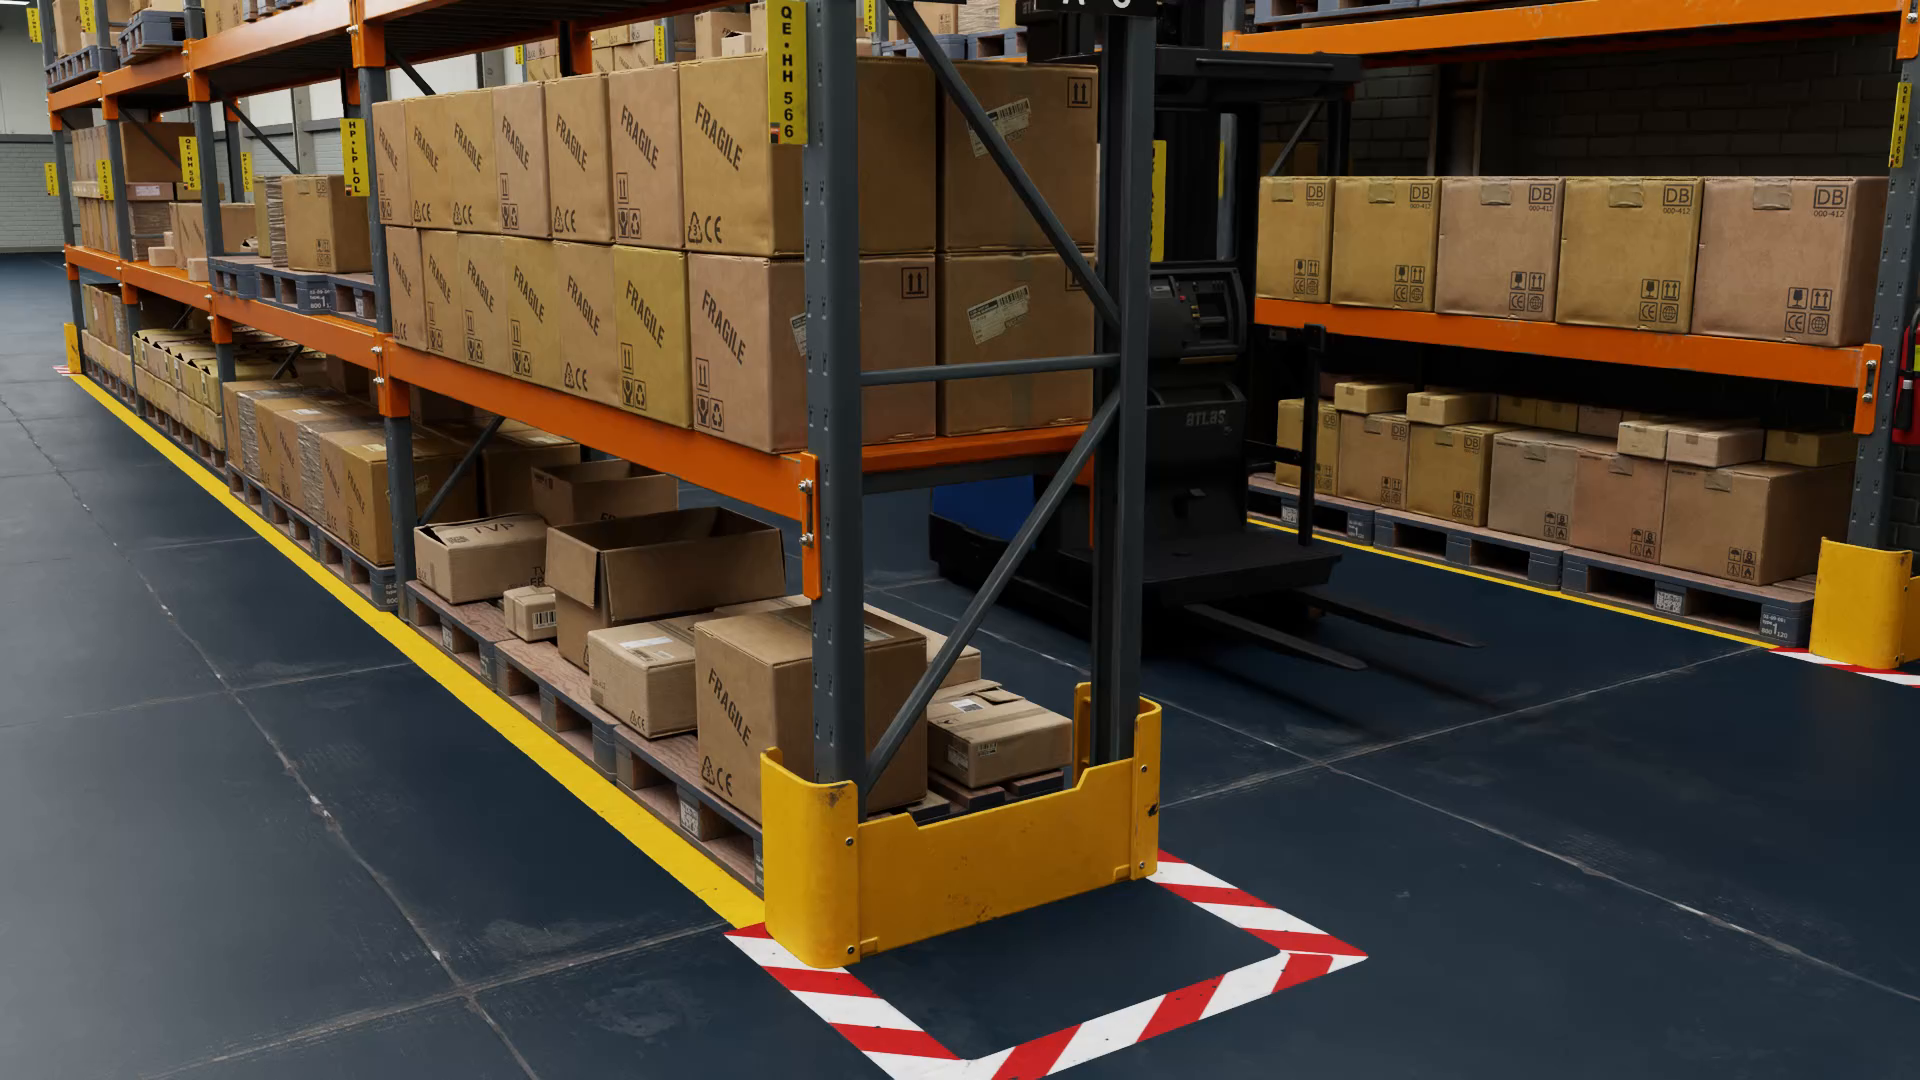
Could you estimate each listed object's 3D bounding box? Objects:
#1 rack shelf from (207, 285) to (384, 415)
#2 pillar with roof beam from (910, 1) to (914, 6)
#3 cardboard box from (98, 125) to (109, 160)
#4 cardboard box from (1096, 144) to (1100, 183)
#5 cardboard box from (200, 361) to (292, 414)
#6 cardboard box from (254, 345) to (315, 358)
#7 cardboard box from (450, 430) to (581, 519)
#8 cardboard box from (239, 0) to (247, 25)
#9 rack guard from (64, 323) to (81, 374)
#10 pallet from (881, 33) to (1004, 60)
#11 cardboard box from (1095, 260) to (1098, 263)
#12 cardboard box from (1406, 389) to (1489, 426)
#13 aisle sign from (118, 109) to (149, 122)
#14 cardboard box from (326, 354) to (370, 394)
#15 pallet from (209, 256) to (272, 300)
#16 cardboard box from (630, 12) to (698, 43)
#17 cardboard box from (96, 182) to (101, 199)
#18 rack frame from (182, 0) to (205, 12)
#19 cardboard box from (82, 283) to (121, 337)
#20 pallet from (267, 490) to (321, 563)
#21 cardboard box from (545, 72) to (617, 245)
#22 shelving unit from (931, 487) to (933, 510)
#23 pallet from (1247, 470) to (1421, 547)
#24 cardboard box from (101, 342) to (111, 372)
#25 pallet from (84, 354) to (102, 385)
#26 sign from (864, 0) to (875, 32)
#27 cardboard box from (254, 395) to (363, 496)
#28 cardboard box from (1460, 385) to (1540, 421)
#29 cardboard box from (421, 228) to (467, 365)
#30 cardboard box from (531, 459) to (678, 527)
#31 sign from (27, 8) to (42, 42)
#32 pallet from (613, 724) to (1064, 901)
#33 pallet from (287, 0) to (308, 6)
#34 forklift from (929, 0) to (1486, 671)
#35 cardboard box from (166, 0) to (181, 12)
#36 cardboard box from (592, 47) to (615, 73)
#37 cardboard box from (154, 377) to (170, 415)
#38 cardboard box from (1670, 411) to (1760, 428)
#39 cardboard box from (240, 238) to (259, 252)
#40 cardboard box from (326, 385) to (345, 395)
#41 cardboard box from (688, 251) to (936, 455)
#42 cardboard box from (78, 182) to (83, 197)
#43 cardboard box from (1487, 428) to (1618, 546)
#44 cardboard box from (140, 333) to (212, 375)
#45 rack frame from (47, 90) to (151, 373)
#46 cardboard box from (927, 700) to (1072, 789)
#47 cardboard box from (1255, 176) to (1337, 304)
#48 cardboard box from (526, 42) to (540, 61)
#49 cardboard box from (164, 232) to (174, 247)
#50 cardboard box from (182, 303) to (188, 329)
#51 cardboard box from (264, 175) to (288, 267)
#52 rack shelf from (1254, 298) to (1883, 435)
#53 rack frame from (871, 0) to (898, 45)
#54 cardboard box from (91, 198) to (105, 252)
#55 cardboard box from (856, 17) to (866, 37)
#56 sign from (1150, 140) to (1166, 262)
[{"bbox_3d":[-3.256,-1.153,9.298,1.077,0.370,4.000,-8,15,-33],"label":"rack shelf"},{"bbox_3d":[-3.826,-5.202,12.086,9.100,9.000,0.400,-8,15,-33],"label":"pillar with roof beam"},{"bbox_3d":[-7.389,-3.511,15.127,0.700,0.500,0.500,-8,15,-33],"label":"cardboard box"},{"bbox_3d":[1.227,-2.451,10.817,0.500,0.250,0.500,-8,15,-32],"label":"cardboard box"},{"bbox_3d":[-4.859,-1.060,11.329,0.500,0.311,0.500,-8,14,-31],"label":"cardboard box"},{"bbox_3d":[-4.988,-1.308,12.460,0.500,0.311,0.500,-9,15,-34],"label":"cardboard box"},{"bbox_3d":[-2.213,-0.258,8.340,0.500,0.500,0.500,-9,15,-35],"label":"cardboard box"},{"bbox_3d":[-3.524,-3.118,9.342,0.910,0.500,0.500,-8,15,-33],"label":"cardboard box"},{"bbox_3d":[-8.810,-2.066,17.640,1.175,0.500,0.348,-8,15,-33],"label":"rack guard"},{"bbox_3d":[0.159,-3.712,12.737,1.213,0.211,1.003,-7,14,-30],"label":"pallet"},{"bbox_3d":[1.090,-1.783,11.036,0.380,0.149,0.250,-8,15,-33],"label":"cardboard box"},{"bbox_3d":[2.630,-0.716,8.967,0.380,0.149,0.250,-9,15,-34],"label":"cardboard box"},{"bbox_3d":[-8.588,-4.600,17.289,0.394,0.787,0.004,-8,15,-33],"label":"aisle sign"},{"bbox_3d":[-3.616,-1.072,10.311,0.500,0.250,0.500,-7,14,-31],"label":"cardboard box"},{"bbox_3d":[-3.930,-1.654,10.355,1.213,0.211,1.003,-8,15,-33],"label":"pallet"},{"bbox_3d":[-2.962,-5.228,16.606,0.500,0.500,0.500,-10,16,-38],"label":"cardboard box"},{"bbox_3d":[-7.761,-3.233,15.374,0.380,0.149,0.250,-8,14,-31],"label":"cardboard box"},{"bbox_3d":[-4.364,-4.791,10.207,1.000,3.000,0.127,-8,15,-33],"label":"rack frame"},{"bbox_3d":[-8.406,-2.301,16.561,0.500,0.500,0.500,-8,15,-33],"label":"cardboard box"},{"bbox_3d":[-3.310,-0.144,9.527,1.003,0.211,1.213,-8,15,-33],"label":"pallet"},{"bbox_3d":[-0.979,-1.203,5.267,0.500,0.500,0.500,-8,14,-31],"label":"cardboard box"},{"bbox_3d":[-0.008,-0.589,9.245,0.258,1.200,0.189,-8,15,-33],"label":"shelving unit"},{"bbox_3d":[2.330,-0.229,9.916,1.003,0.211,1.213,-8,15,-33],"label":"pallet"},{"bbox_3d":[-7.855,-1.756,15.825,0.500,0.250,0.500,-8,15,-33],"label":"cardboard box"},{"bbox_3d":[-8.338,-1.790,17.053,1.003,0.211,1.213,-8,15,-33],"label":"pallet"},{"bbox_3d":[-0.695,-4.101,12.864,0.100,0.325,0.005,-8,15,-33],"label":"sign"},{"bbox_3d":[-3.781,-0.557,9.710,0.500,0.500,0.500,-8,15,-34],"label":"cardboard box"},{"bbox_3d":[2.967,-0.756,9.146,0.380,0.149,0.250,-8,15,-32],"label":"cardboard box"},{"bbox_3d":[-1.806,-0.984,6.607,0.500,0.500,0.500,-8,15,-32],"label":"cardboard box"},{"bbox_3d":[-1.596,-0.075,7.505,0.500,0.500,0.500,-8,15,-33],"label":"cardboard box"},{"bbox_3d":[-9.262,-5.150,16.636,0.100,0.325,0.005,-8,15,-33],"label":"sign"},{"bbox_3d":[-0.416,0.770,5.349,1.003,0.211,1.213,-8,15,-33],"label":"pallet"},{"bbox_3d":[-2.451,-2.647,7.863,1.213,0.211,1.003,-8,15,-33],"label":"pallet"},{"bbox_3d":[1.007,-1.052,7.314,1.130,2.935,3.031,-7,14,-29],"label":"forklift"},{"bbox_3d":[-5.275,-3.726,11.725,0.500,0.250,0.500,-8,15,-34],"label":"cardboard box"},{"bbox_3d":[-3.552,-4.929,17.577,0.500,0.500,0.500,-9,15,-35],"label":"cardboard box"},{"bbox_3d":[-5.992,-1.150,13.051,0.500,0.250,0.500,-9,15,-34],"label":"cardboard box"},{"bbox_3d":[3.673,-0.530,8.112,0.380,0.149,0.250,-8,15,-33],"label":"cardboard box"},{"bbox_3d":[-4.529,-1.887,11.177,0.500,0.311,0.500,-7,14,-29],"label":"cardboard box"},{"bbox_3d":[-3.650,-0.716,10.434,0.500,0.500,0.500,-7,14,-31],"label":"cardboard box"},{"bbox_3d":[-0.406,-0.534,4.548,0.500,0.500,0.500,-8,14,-31],"label":"cardboard box"},{"bbox_3d":[-8.473,-3.462,16.421,0.380,0.149,0.250,-8,15,-33],"label":"cardboard box"},{"bbox_3d":[3.163,-0.300,8.579,0.700,0.500,0.500,-9,15,-35],"label":"cardboard box"},{"bbox_3d":[-6.286,-1.515,13.409,0.500,0.311,0.500,-8,15,-33],"label":"cardboard box"},{"bbox_3d":[-8.796,-3.283,17.354,1.000,3.000,0.127,-8,15,-33],"label":"rack frame"},{"bbox_3d":[0.122,0.625,5.126,0.380,0.149,0.250,-8,15,-33],"label":"cardboard box"},{"bbox_3d":[2.261,-1.784,9.797,0.980,0.700,0.700,-8,15,-32],"label":"cardboard box"},{"bbox_3d":[-4.663,-5.785,19.153,0.500,0.500,0.500,-9,15,-37],"label":"cardboard box"},{"bbox_3d":[-6.271,-2.416,13.740,0.500,0.250,0.500,-7,14,-29],"label":"cardboard box"},{"bbox_3d":[-6.860,-2.008,15.219,0.500,0.500,0.500,-8,15,-33],"label":"cardboard box"},{"bbox_3d":[-3.574,-1.830,9.494,0.700,0.500,0.500,-5,13,-22],"label":"cardboard box"},{"bbox_3d":[3.082,-1.029,8.729,1.077,0.370,4.000,-8,15,-33],"label":"rack shelf"},{"bbox_3d":[-0.242,-5.378,12.891,1.000,3.000,0.127,-8,15,-33],"label":"rack frame"},{"bbox_3d":[-7.983,-3.066,16.125,0.700,0.500,0.500,-8,15,-32],"label":"cardboard box"},{"bbox_3d":[-0.883,-4.215,14.303,0.797,0.503,0.637,-6,14,-25],"label":"cardboard box"},{"bbox_3d":[0.520,-0.925,4.543,0.100,0.325,0.005,-8,15,-33],"label":"sign"}]
